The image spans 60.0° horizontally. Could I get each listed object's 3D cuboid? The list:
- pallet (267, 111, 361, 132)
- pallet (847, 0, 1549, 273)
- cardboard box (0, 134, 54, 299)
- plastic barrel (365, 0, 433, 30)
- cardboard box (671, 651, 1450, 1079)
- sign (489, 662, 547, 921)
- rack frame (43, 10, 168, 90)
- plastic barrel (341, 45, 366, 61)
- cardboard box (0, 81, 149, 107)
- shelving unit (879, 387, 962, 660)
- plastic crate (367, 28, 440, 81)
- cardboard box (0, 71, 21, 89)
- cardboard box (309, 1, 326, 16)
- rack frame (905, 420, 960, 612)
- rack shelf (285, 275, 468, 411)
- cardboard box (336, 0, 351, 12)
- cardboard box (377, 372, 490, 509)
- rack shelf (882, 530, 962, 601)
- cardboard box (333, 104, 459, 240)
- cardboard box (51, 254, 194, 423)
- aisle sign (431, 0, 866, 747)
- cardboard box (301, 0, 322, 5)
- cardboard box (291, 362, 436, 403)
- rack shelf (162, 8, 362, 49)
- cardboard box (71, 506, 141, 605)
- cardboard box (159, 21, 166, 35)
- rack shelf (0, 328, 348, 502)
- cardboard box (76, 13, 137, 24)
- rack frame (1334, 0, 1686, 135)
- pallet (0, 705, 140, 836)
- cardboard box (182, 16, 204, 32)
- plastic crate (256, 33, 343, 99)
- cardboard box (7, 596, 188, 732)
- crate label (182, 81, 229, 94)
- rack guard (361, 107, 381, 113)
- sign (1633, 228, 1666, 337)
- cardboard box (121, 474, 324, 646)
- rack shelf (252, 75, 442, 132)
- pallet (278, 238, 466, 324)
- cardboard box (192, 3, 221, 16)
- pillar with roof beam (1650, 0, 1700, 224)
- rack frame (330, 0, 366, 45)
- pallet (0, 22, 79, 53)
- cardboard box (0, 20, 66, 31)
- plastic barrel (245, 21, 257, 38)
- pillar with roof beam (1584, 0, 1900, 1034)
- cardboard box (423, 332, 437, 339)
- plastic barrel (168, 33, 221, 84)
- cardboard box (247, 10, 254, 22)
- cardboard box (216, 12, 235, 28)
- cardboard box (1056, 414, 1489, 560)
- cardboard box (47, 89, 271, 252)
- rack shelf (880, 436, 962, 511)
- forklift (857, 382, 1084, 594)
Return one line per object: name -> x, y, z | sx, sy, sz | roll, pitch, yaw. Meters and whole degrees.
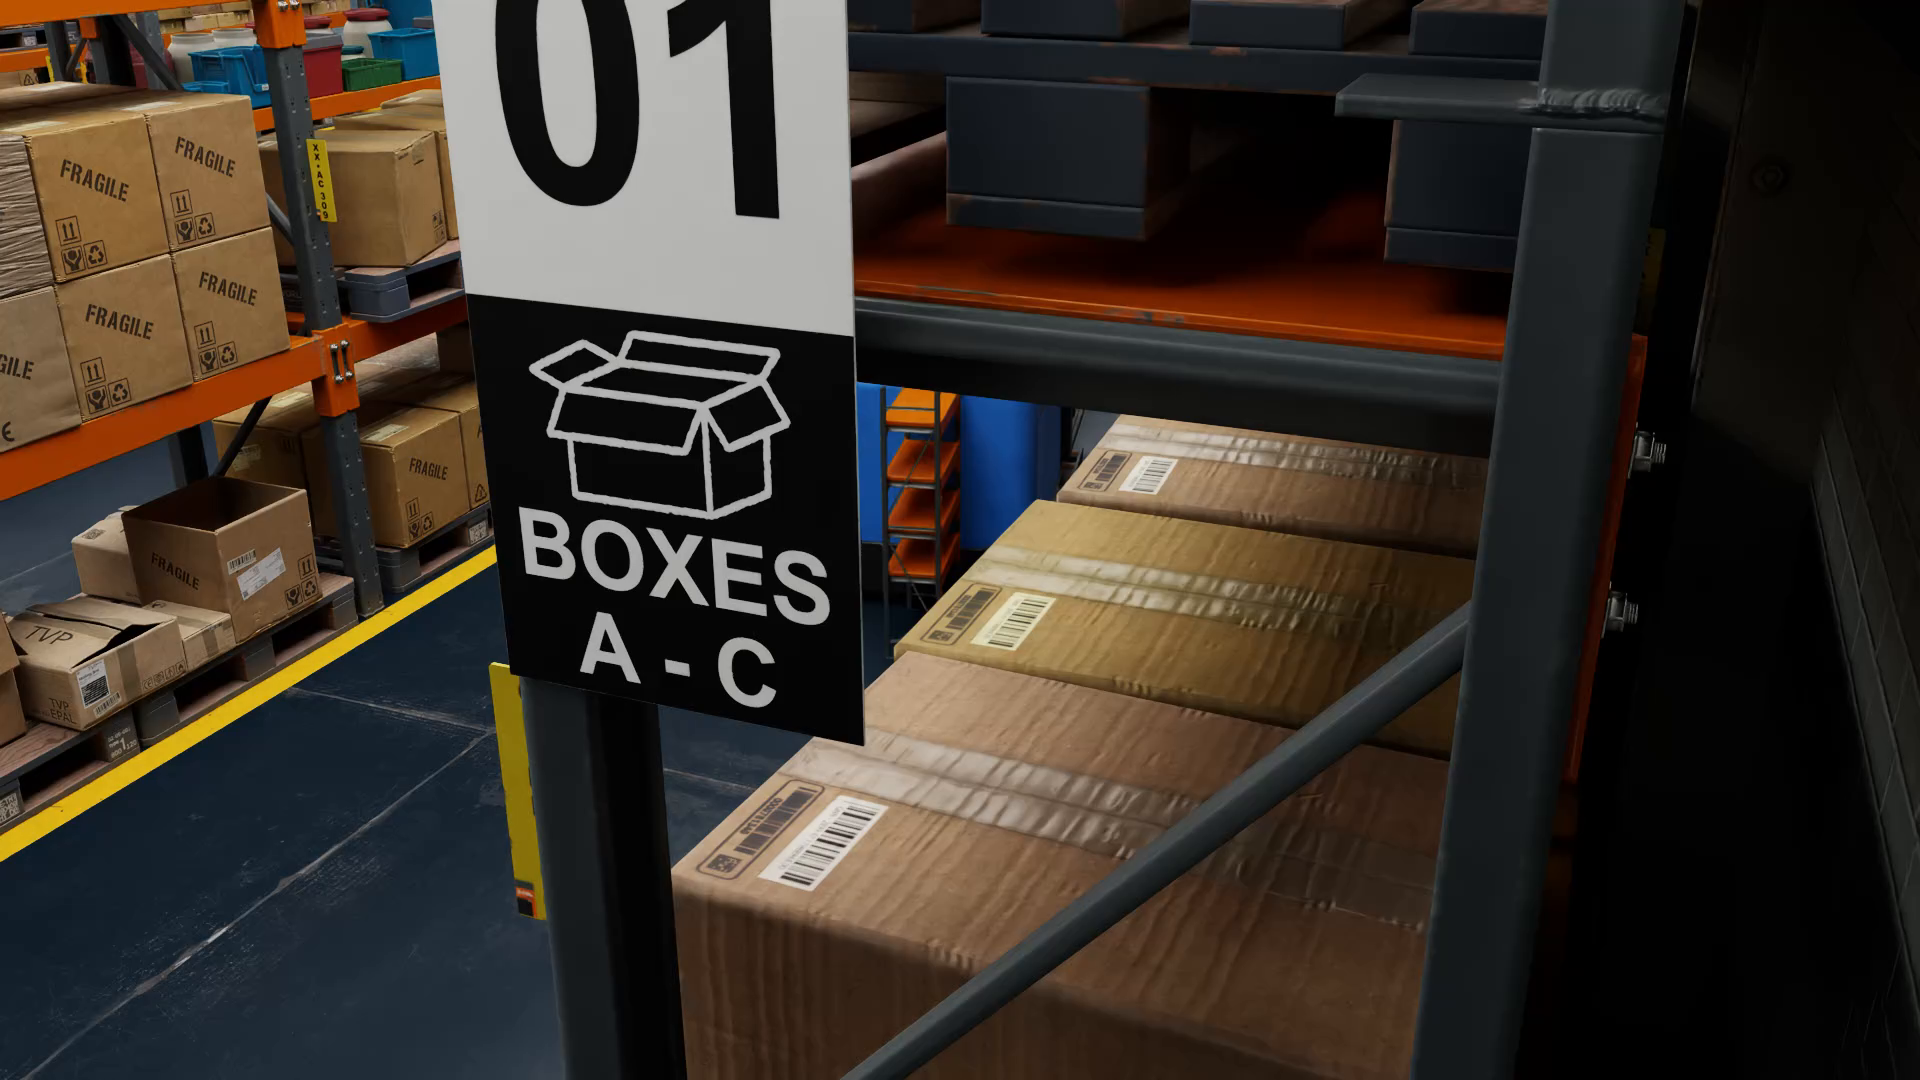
pallet -> -8.183, -5.237, 20.513 | 1.003, 0.211, 1.213 | 9, 24, 20
pallet -> 0.300, -0.593, 2.002 | 1.003, 0.211, 1.213 | 9, 24, 20
cardboard box -> -3.404, -1.048, 5.440 | 0.500, 0.500, 0.500 | 9, 24, 20
plastic barrel -> -5.132, -4.832, 15.276 | 0.600, 0.901, 0.708 | 9, 24, 20
cardboard box -> 0.214, 0.695, 2.306 | 0.980, 0.700, 0.700 | 10, 25, 22
sign -> -0.465, 0.291, 1.853 | 0.100, 0.325, 0.005 | 9, 24, 20
rack frame -> -6.193, -3.264, 12.173 | 1.000, 3.000, 0.127 | 9, 24, 20
plastic barrel -> -5.341, -4.180, 14.545 | 0.301, 0.262, 0.301 | 0, 23, 0
cardboard box -> -3.517, -1.502, 6.526 | 0.500, 0.500, 0.500 | 9, 24, 21
shelving unit -> -0.158, -0.137, 7.021 | 0.258, 1.200, 0.503 | 4, 23, 9
plastic crate -> -4.828, -4.249, 14.552 | 0.392, 0.384, 0.575 | 9, 24, 20
cardboard box -> -12.903, -6.229, 21.482 | 0.875, 0.875, 0.875 | 8, 24, 19
cardboard box -> -7.872, -6.403, 20.012 | 0.380, 0.149, 0.250 | 9, 24, 20
rack frame -> -0.118, -0.230, 7.243 | 0.240, 1.200, 0.015 | 4, 23, 9
rack shelf -> -2.338, -1.506, 8.897 | 1.077, 0.370, 4.000 | 9, 24, 20
cardboard box -> -7.734, -6.589, 20.458 | 0.380, 0.149, 0.250 | 9, 24, 20
cardboard box -> -2.487, -0.503, 8.234 | 0.500, 0.500, 0.500 | 9, 24, 21
rack shelf -> -0.158, 0.108, 7.124 | 0.258, 0.148, 0.480 | 4, 23, 9
cardboard box -> -2.501, -1.755, 7.885 | 0.700, 0.500, 0.500 | 13, 26, 28
cardboard box -> -3.219, -0.768, 6.068 | 0.500, 0.500, 0.500 | 9, 24, 22
aisle sign -> -0.271, -0.200, 1.464 | 0.394, 0.787, 0.004 | 9, 24, 20
cardboard box -> -8.124, -6.631, 19.717 | 0.875, 0.500, 0.500 | 9, 24, 20
cardboard box -> -2.972, -0.565, 8.384 | 0.500, 0.500, 0.500 | 9, 24, 20
rack shelf -> -8.563, -5.789, 19.150 | 1.077, 0.370, 4.000 | 9, 24, 20
cardboard box -> -3.438, 0.034, 7.193 | 0.500, 0.311, 0.500 | 9, 24, 20
cardboard box -> -8.774, -5.504, 17.861 | 0.380, 0.149, 0.250 | 9, 24, 20
rack shelf -> -3.824, -0.075, 5.471 | 1.077, 0.370, 4.000 | 9, 24, 20
cardboard box -> -9.081, -5.740, 17.585 | 0.875, 0.500, 0.500 | 9, 24, 20
rack frame -> 0.034, -1.751, 0.768 | 1.000, 3.000, 0.127 | 9, 24, 20
pallet -> -3.789, 0.848, 5.946 | 1.003, 0.211, 1.213 | 9, 24, 20
cardboard box -> -8.559, -5.678, 18.278 | 0.380, 0.149, 0.250 | 9, 24, 20
plastic crate -> -5.308, -3.828, 13.440 | 0.402, 0.464, 0.583 | 9, 24, 20
cardboard box -> -3.308, 0.428, 6.251 | 0.500, 0.311, 0.500 | 9, 24, 20
crate label -> -5.688, -3.284, 12.438 | 0.303, 0.233, 0.416 | 9, 24, 20
rack guard -> -7.848, -5.656, 21.141 | 1.175, 0.500, 0.348 | 9, 24, 20
sign -> 2.035, -0.772, 4.980 | 0.100, 0.325, 0.005 | 9, 24, 20
cardboard box -> -3.029, 0.072, 6.857 | 0.500, 0.500, 0.500 | 9, 24, 20
rack shelf -> -5.450, -3.648, 14.025 | 1.077, 0.370, 4.000 | 9, 24, 20
pallet -> -2.683, -1.304, 7.730 | 1.003, 0.211, 1.213 | 9, 24, 20
cardboard box -> -8.770, -6.108, 18.465 | 0.875, 0.500, 0.500 | 9, 24, 20
pillar with roof beam -> 2.523, -7.719, 15.054 | 9.100, 9.000, 0.400 | 9, 24, 20
rack frame -> -7.820, -6.836, 20.725 | 1.000, 3.000, 0.127 | 9, 24, 20
pallet -> -9.725, -5.064, 16.730 | 1.003, 0.211, 1.213 | 9, 24, 20
cardboard box -> -9.731, -5.611, 16.469 | 1.000, 1.000, 1.000 | 9, 24, 20
plastic barrel -> -5.699, -4.030, 13.830 | 0.433, 0.535, 0.433 | 0, 23, 0
pillar with roof beam -> -1.934, -3.425, 4.774 | 9.100, 9.000, 0.400 | 9, 24, 20
cardboard box -> -2.599, -0.927, 9.250 | 0.500, 0.500, 0.500 | 8, 24, 18
plastic barrel -> -6.009, -3.715, 13.106 | 0.421, 0.512, 0.421 | 0, 23, 0
cardboard box -> -8.194, -6.037, 19.137 | 0.380, 0.149, 0.250 | 9, 24, 20
cardboard box -> -8.402, -5.862, 18.717 | 0.380, 0.149, 0.250 | 9, 24, 20
cardboard box -> 0.766, 0.161, 3.584 | 0.980, 0.700, 0.700 | 8, 24, 17
cardboard box -> -3.028, -1.412, 6.311 | 0.500, 0.500, 0.500 | 9, 24, 20
rack shelf -> -0.158, -0.281, 6.961 | 0.258, 0.148, 0.480 | 4, 23, 9
forklift -> 0.068, -1.614, 8.312 | 1.130, 2.935, 3.031 | 4, 23, 9
